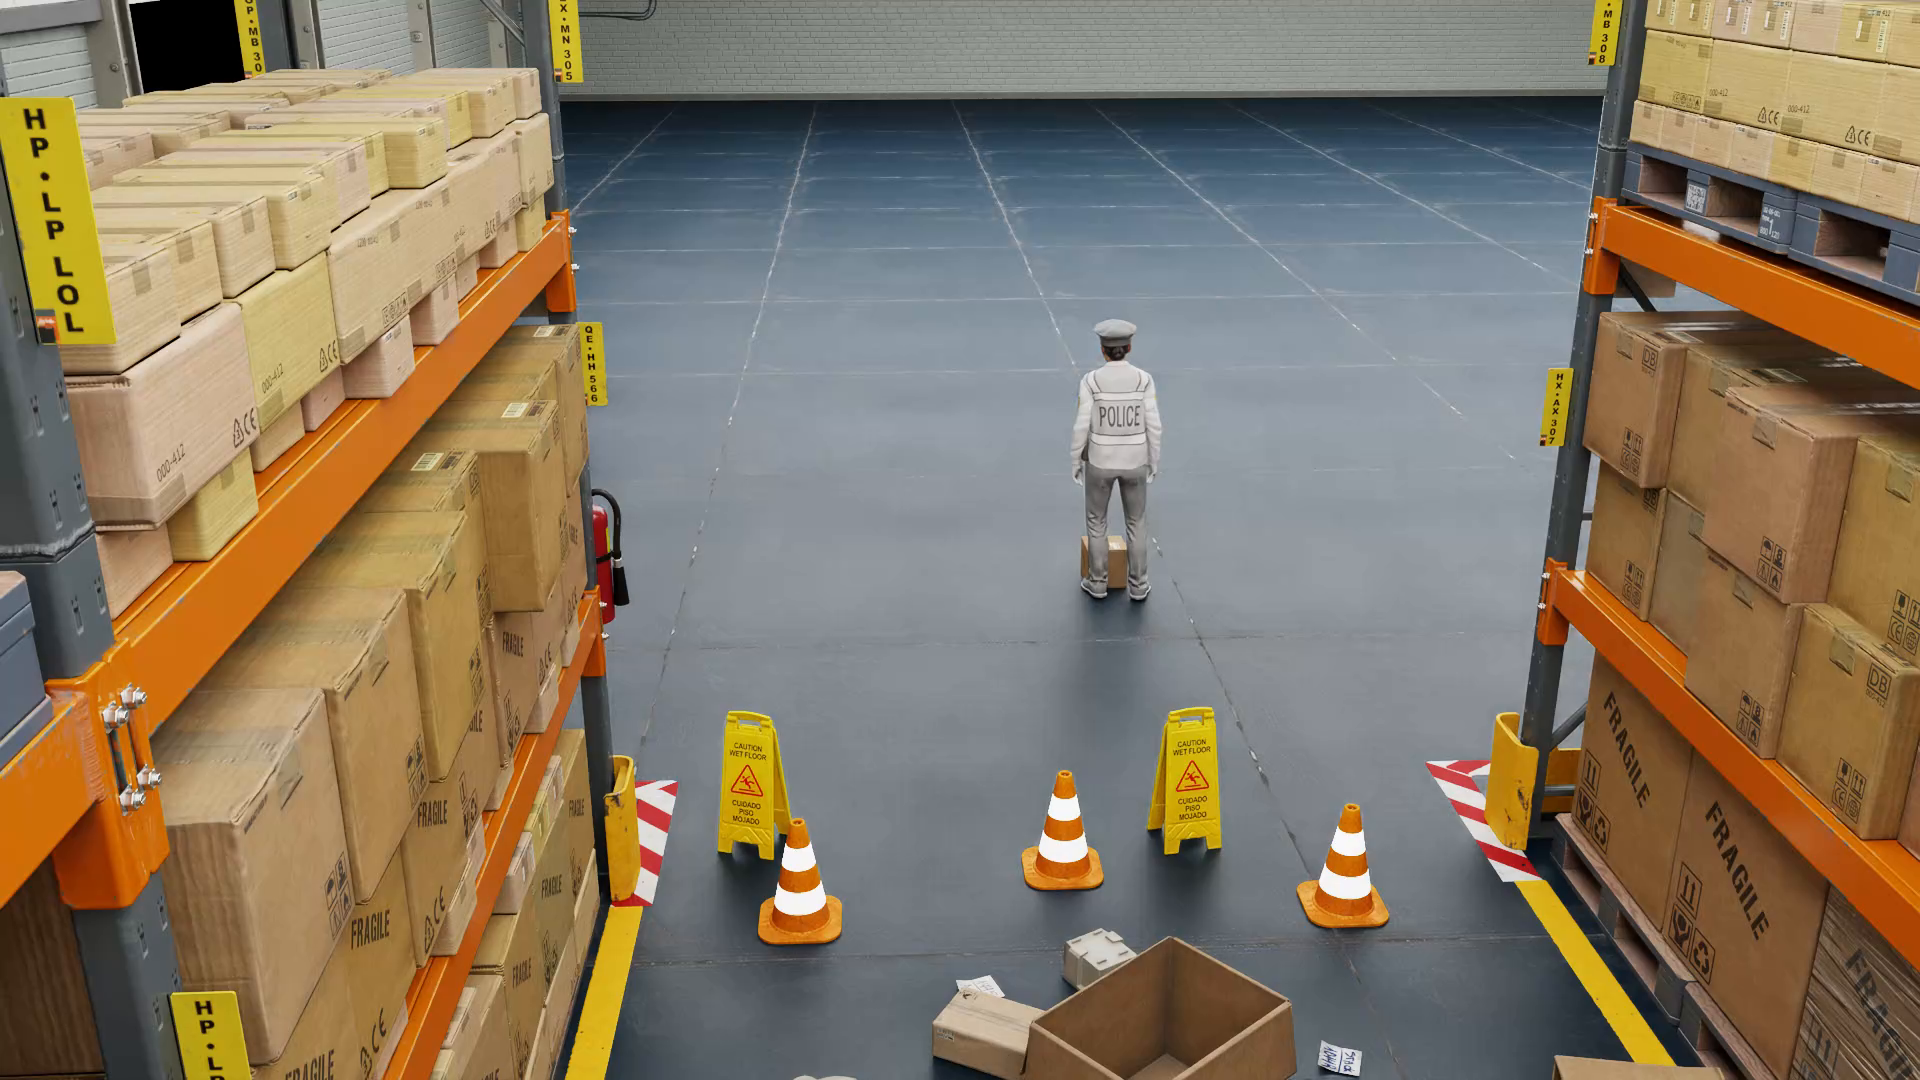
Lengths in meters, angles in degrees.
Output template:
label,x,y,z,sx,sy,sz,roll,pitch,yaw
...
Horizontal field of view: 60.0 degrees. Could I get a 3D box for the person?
label,x,y,z,sx,sy,sz,roll,pitch,yaw
person,0.910,-0.449,9.770,0.529,1.664,0.402,-1,21,-3
